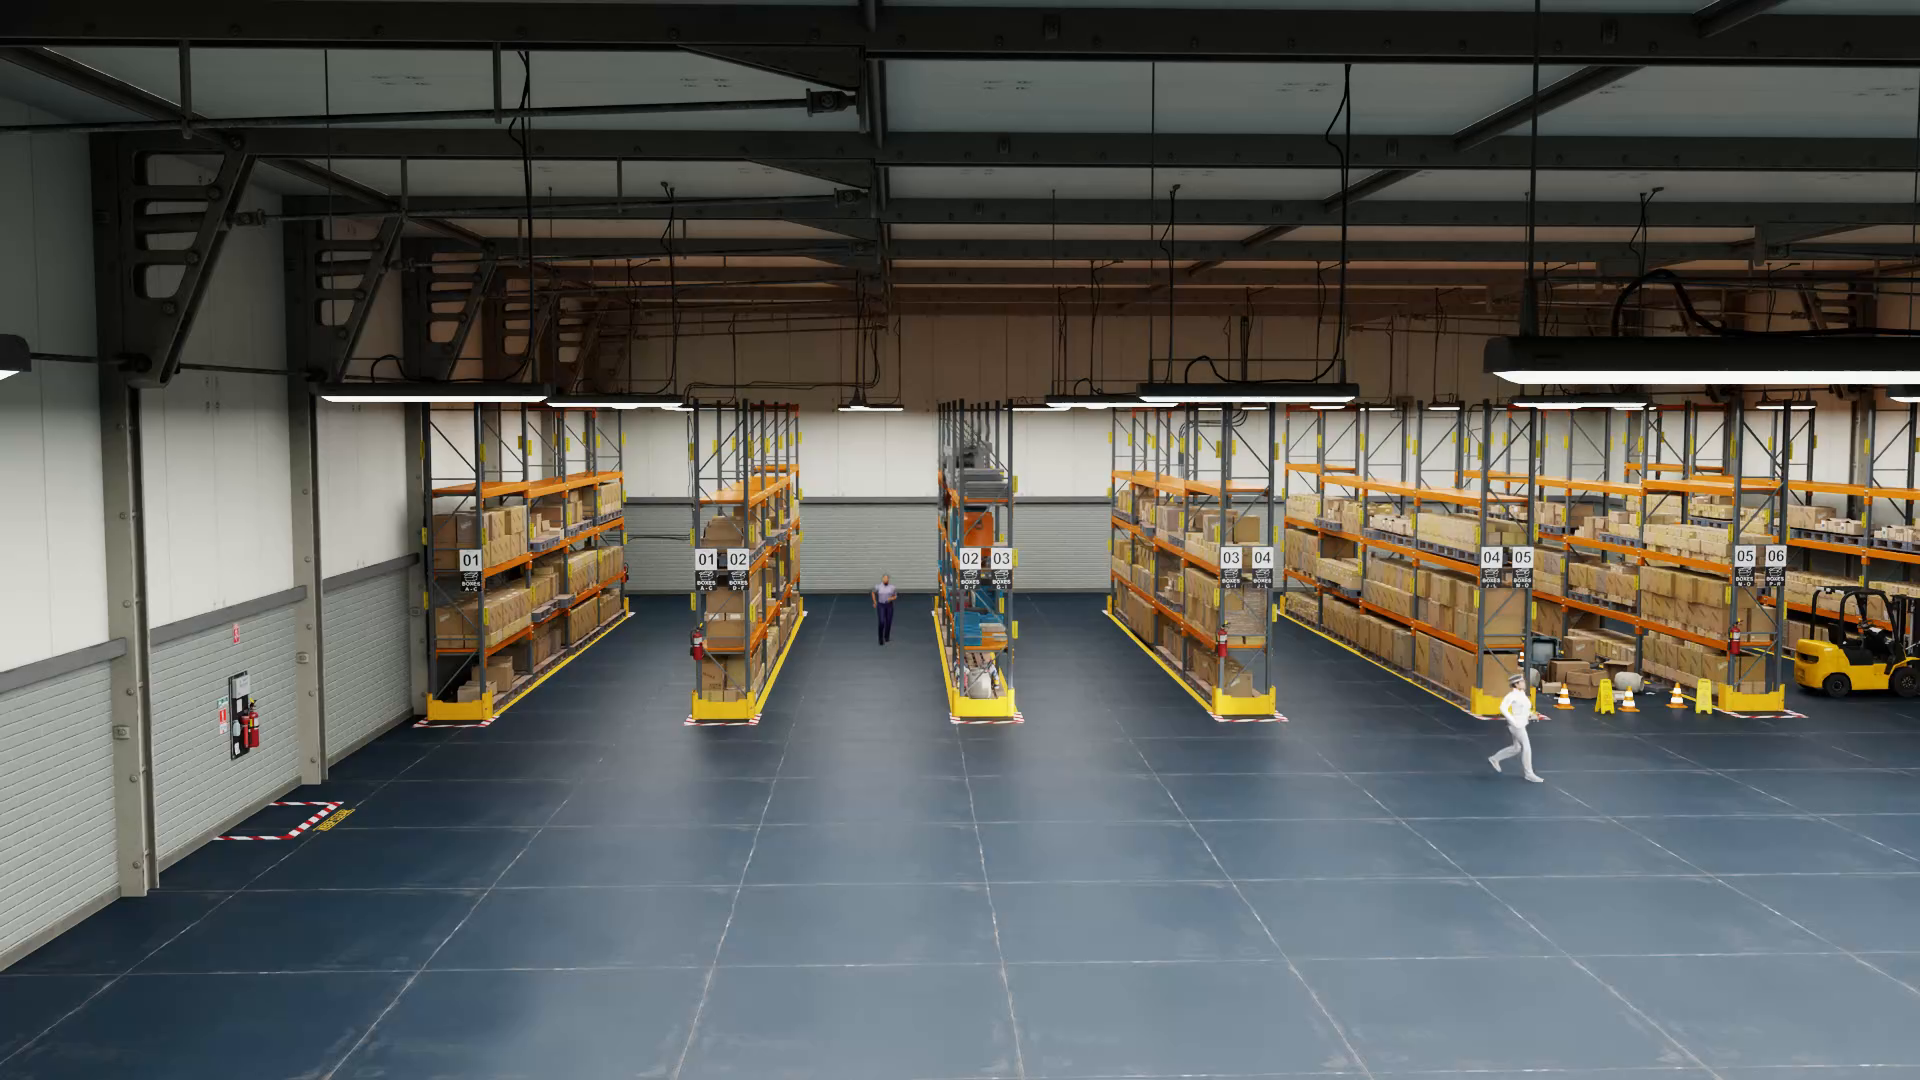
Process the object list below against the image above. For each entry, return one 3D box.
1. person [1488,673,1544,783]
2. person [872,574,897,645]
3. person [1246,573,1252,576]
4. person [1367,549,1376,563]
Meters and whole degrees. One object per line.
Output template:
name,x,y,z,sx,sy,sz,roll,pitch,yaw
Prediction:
person,8.672,2.899,25.917,0.883,1.683,0.627,3,5,33
person,-1.770,1.657,39.362,0.582,1.680,0.637,-1,4,-11
person,8.059,1.413,46.308,0.617,1.629,0.684,1,4,13
person,12.205,1.147,49.224,0.710,1.739,0.586,0,4,1
